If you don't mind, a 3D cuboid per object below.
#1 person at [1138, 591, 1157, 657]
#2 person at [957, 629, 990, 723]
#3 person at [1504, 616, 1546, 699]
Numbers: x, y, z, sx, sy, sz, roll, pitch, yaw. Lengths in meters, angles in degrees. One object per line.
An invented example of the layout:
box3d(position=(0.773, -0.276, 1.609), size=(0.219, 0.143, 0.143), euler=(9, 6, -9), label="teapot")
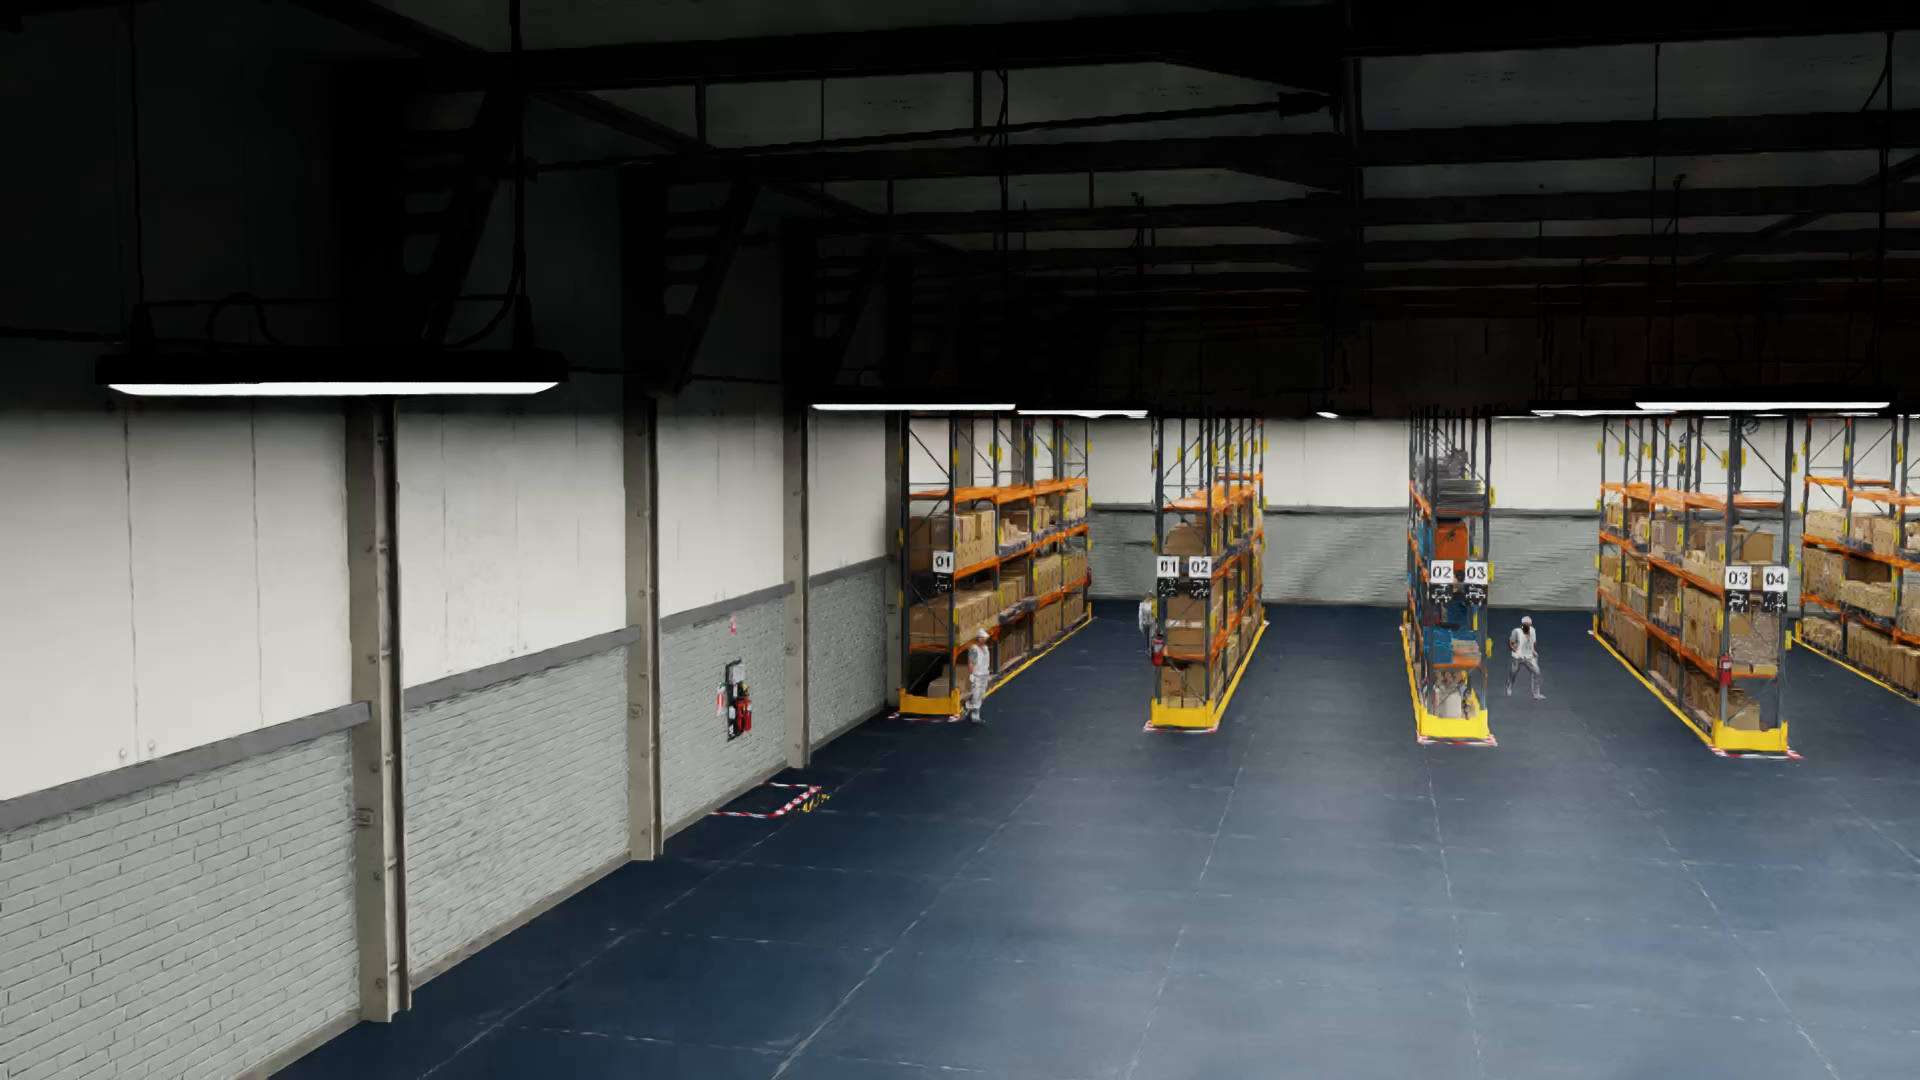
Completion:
box3d(position=(4.576, 2.010, 40.432), size=(0.495, 1.589, 1.086), euler=(1, 4, 16), label="person")
box3d(position=(0.279, 2.570, 31.387), size=(0.460, 1.780, 0.704), euler=(4, 6, 42), label="person")
box3d(position=(11.621, 2.398, 34.292), size=(0.701, 1.718, 0.846), euler=(0, 4, -3), label="person")
